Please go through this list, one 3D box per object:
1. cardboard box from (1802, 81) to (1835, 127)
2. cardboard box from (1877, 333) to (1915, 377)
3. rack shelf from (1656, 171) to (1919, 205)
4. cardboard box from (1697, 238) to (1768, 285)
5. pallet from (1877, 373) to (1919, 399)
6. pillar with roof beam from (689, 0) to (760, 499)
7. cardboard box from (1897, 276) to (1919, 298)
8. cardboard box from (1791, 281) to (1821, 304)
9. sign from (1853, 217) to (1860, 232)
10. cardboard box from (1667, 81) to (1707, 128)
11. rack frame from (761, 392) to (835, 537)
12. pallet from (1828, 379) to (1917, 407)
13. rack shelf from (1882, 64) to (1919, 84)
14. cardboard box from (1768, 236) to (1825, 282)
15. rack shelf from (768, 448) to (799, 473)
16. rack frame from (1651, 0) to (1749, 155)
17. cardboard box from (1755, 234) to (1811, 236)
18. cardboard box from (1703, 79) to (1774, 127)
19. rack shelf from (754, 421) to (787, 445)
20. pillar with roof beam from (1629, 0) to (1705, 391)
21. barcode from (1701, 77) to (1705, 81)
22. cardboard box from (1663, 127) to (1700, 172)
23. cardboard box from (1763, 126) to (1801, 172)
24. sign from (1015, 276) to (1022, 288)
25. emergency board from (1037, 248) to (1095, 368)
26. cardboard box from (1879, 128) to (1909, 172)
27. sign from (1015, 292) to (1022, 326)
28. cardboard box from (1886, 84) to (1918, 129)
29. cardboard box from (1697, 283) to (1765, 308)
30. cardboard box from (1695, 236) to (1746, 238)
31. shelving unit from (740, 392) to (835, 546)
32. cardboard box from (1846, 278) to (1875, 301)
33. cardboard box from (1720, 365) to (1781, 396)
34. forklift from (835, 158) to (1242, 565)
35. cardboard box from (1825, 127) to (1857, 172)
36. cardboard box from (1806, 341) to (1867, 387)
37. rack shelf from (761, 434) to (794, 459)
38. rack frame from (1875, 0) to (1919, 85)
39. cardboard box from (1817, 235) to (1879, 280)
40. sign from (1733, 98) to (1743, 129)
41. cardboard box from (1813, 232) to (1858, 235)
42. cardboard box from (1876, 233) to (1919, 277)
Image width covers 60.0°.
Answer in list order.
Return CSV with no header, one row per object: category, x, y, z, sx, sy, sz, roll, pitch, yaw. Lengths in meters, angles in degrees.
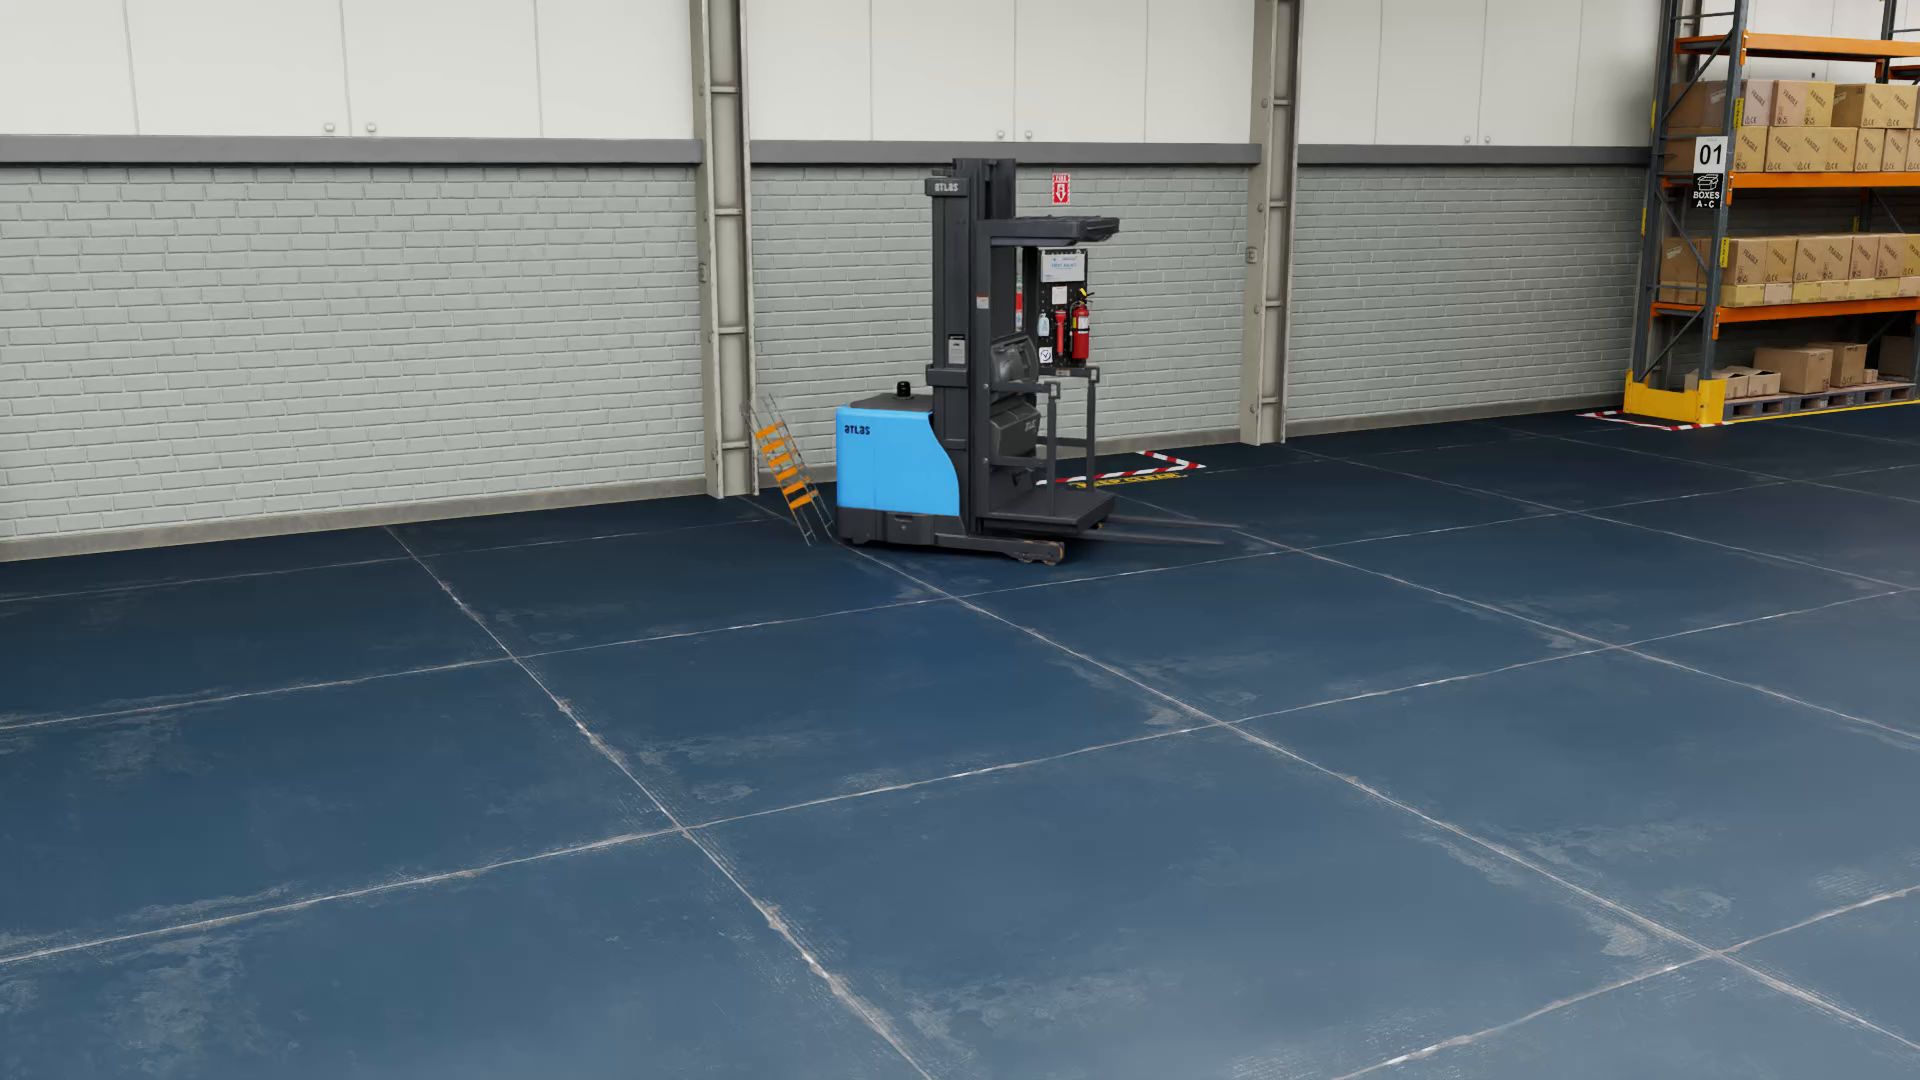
cardboard box,9.652,-5.003,19.125,0.500,0.500,0.500,-6,14,-26
cardboard box,12.438,-2.397,21.619,0.500,0.500,0.700,-6,14,-26
rack shelf,10.044,-4.223,19.849,4.000,0.370,1.077,-7,14,-28
cardboard box,8.852,-3.195,19.062,0.500,0.500,0.500,-7,14,-28
pallet,12.482,-2.043,21.706,1.213,0.211,1.003,-7,14,-28
pillar with roof beam,0.019,-3.975,10.278,0.400,9.000,9.100,-7,14,-28
cardboard box,11.529,-3.149,20.568,0.500,0.250,0.500,-7,14,-28
cardboard box,9.768,-2.937,19.623,0.500,0.250,0.500,-7,15,-29
sign,11.531,-3.993,21.381,0.005,0.325,0.100,-7,14,-28
cardboard box,8.542,-5.006,19.138,0.500,0.500,0.500,-6,14,-25
rack frame,-1.243,-0.586,12.878,0.006,1.200,0.240,-24,8,13
pallet,11.227,-1.883,20.996,1.213,0.211,1.003,-7,14,-28
rack shelf,13.555,-5.912,21.433,4.000,0.370,1.077,-7,14,-28
cardboard box,9.747,-3.298,19.521,0.500,0.500,0.500,-7,15,-30
rack shelf,-1.357,-0.618,12.888,0.180,0.103,0.258,-24,8,13
rack frame,8.289,-5.827,18.506,0.127,3.000,1.000,-7,14,-28
cardboard box,9.941,-3.452,20.206,0.500,0.500,0.500,-7,14,-27
cardboard box,8.743,-4.904,18.684,0.500,0.500,0.500,-8,15,-32
rack shelf,-1.459,-0.833,12.856,0.180,0.103,0.258,-24,8,13
pillar with roof beam,10.551,-5.238,15.887,0.400,9.000,9.100,-7,14,-28
barcode,8.672,-5.364,19.409,0.075,0.075,0.001,-7,14,-28
cardboard box,8.534,-4.515,19.234,0.500,0.500,0.500,-6,14,-24
cardboard box,9.190,-4.459,18.985,0.500,0.500,0.500,-6,14,-24
sign,0.508,-2.493,16.067,0.331,0.109,0.001,-7,14,-28
emergency board,1.035,-2.257,16.305,0.643,1.169,0.194,-7,14,-28
cardboard box,11.025,-4.691,20.019,0.500,0.500,0.500,-8,15,-33
sign,0.500,-2.236,16.131,0.234,0.329,0.001,-7,14,-28
cardboard box,11.011,-5.166,19.849,0.500,0.500,0.500,-6,14,-25
cardboard box,8.869,-2.827,19.135,0.500,0.250,0.500,-7,15,-29
cardboard box,9.047,-3.344,19.726,0.500,0.500,0.500,-7,14,-27
shelving unit,-1.325,-0.550,12.899,0.189,1.200,0.258,-24,8,13
cardboard box,10.654,-3.043,20.093,0.500,0.250,0.500,-7,14,-28
cardboard box,9.439,-1.919,19.924,0.500,0.311,0.500,-6,14,-23
forklift,0.600,-1.374,12.540,3.031,2.935,1.130,5,14,21
cardboard box,10.104,-4.575,19.499,0.500,0.500,0.500,-6,14,-24
cardboard box,10.908,-2.199,20.741,0.500,0.500,0.500,-8,15,-32
rack shelf,-1.408,-0.725,12.872,0.180,0.103,0.258,-24,8,13
rack frame,11.800,-6.248,20.376,0.127,3.000,1.000,-7,14,-28
cardboard box,10.650,-3.410,20.016,0.500,0.500,0.500,-7,15,-29
sign,8.549,-4.686,18.275,0.005,0.325,0.100,-7,14,-28
cardboard box,10.831,-3.561,20.687,0.500,0.500,0.500,-7,14,-28
cardboard box,11.533,-3.514,20.480,0.500,0.500,0.500,-7,14,-28
